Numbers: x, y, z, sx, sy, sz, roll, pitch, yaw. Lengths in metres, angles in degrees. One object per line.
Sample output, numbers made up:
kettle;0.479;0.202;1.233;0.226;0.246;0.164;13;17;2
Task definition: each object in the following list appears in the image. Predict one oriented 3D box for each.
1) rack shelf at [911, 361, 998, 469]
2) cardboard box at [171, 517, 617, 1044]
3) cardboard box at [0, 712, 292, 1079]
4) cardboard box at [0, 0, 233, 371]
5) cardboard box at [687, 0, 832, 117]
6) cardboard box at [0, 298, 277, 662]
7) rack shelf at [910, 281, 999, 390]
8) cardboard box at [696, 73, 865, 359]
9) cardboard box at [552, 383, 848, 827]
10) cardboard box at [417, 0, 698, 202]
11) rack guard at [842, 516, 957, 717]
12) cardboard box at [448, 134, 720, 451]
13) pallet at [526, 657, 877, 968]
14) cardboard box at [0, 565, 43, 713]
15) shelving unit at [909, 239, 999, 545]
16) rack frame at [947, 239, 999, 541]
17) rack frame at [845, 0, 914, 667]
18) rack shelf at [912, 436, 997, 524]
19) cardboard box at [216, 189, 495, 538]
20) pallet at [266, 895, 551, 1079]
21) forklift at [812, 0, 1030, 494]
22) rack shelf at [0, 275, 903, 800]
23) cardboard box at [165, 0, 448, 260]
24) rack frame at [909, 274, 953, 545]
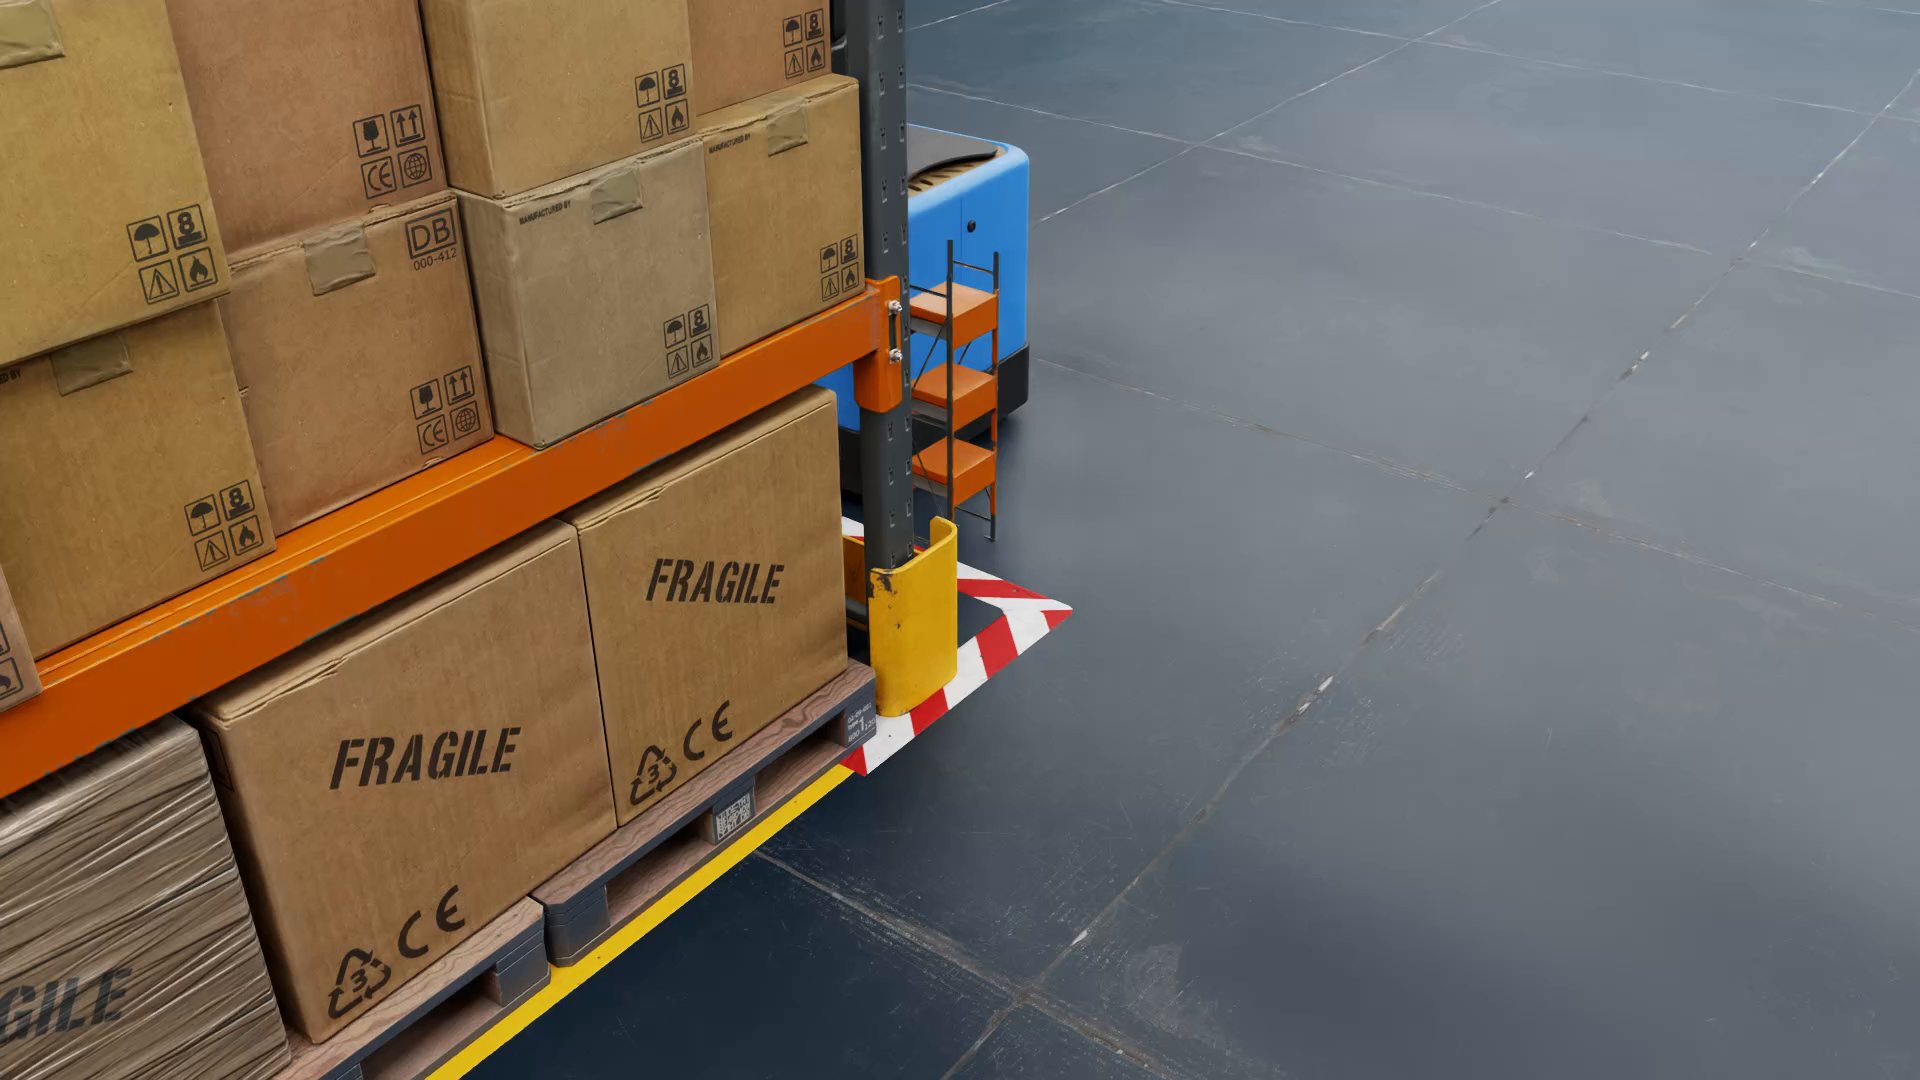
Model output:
rack shelf;-0.032;-0.421;5.451;0.215;0.259;0.240;21;37;31
cardboard box;-1.452;0.391;3.820;0.875;0.875;0.875;20;36;31
cardboard box;-2.004;0.761;3.196;0.875;0.875;0.875;21;37;32
cardboard box;-1.742;-0.694;2.772;0.875;0.550;0.500;21;37;31
cardboard box;-0.821;-1.387;3.942;0.875;0.550;0.550;21;37;31
cardboard box;-1.794;-0.249;3.081;0.875;0.550;0.500;21;37;31
rack shelf;-0.032;-0.665;5.307;0.215;0.259;0.240;21;37;31
cardboard box;-0.754;-0.896;4.173;0.875;0.550;0.550;21;37;31
cardboard box;-0.923;0.033;4.425;0.875;0.875;0.875;21;37;32
cardboard box;-1.079;-1.135;3.517;0.875;0.550;0.550;21;37;31
rack guard;-0.552;0.069;5.143;1.175;0.500;0.348;21;37;31
cardboard box;-1.069;-0.666;3.785;0.875;0.550;0.550;21;37;31
pallet;-0.986;0.552;4.612;1.003;0.211;1.213;21;37;31
cardboard box;-2.034;-0.003;2.665;0.875;0.550;0.550;21;37;31
shelving unit;-0.032;-0.430;5.446;0.215;1.050;0.252;21;37;31
rack frame;0.041;-0.480;5.529;0.200;1.050;0.008;21;37;31
rack frame;-0.566;-0.997;4.490;1.000;3.000;0.127;21;37;31
rack shelf;-0.032;-0.182;5.593;0.215;0.259;0.240;21;37;31
cardboard box;-1.507;-0.477;3.466;0.875;0.550;0.550;21;37;31
pallet;-1.723;1.046;3.778;1.003;0.211;1.213;21;37;31
forklift;-1.234;-1.993;6.238;3.031;2.935;1.130;19;36;29
rack shelf;-1.773;0.126;3.301;1.077;0.370;4.000;21;37;31
cardboard box;-1.526;-0.949;3.203;0.875;0.550;0.550;21;37;31
rack frame;-0.106;-0.380;5.362;0.200;1.050;0.008;21;37;31
